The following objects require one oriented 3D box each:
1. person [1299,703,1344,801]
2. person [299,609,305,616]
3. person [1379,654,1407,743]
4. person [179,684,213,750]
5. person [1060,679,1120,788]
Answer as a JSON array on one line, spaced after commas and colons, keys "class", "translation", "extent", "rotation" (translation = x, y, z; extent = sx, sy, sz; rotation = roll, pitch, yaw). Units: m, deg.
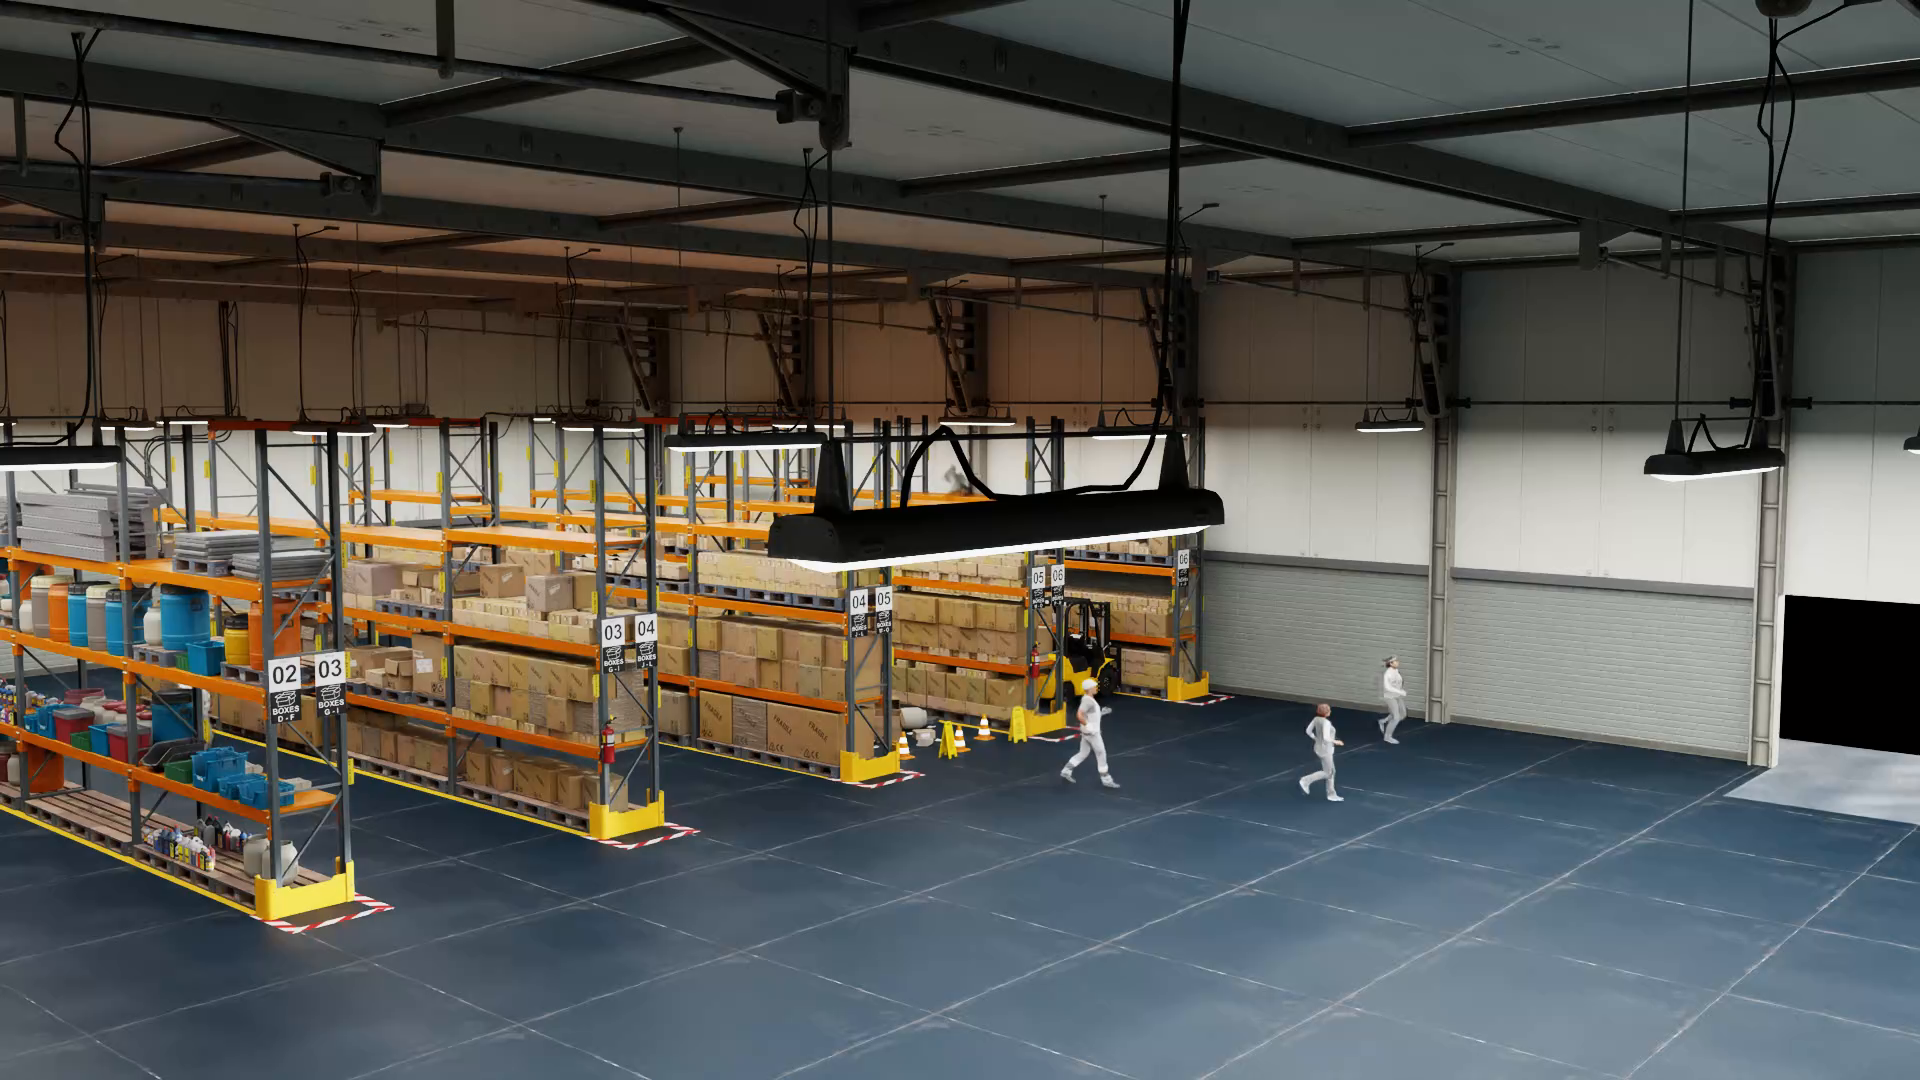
[{"class": "person", "translation": [5.709, 3.375, 26.288], "extent": [0.779, 1.566, 0.536], "rotation": [-1, 5, -12]}, {"class": "person", "translation": [-15.251, 2.324, 38.048], "extent": [0.736, 1.691, 0.557], "rotation": [3, 5, 29]}, {"class": "person", "translation": [8.055, 2.938, 30.927], "extent": [0.561, 1.666, 0.658], "rotation": [3, 5, 30]}, {"class": "person", "translation": [-13.244, 3.072, 28.843], "extent": [0.783, 1.871, 0.683], "rotation": [4, 6, 36]}, {"class": "person", "translation": [2.131, 3.150, 27.140], "extent": [0.983, 1.785, 0.658], "rotation": [-1, 5, -6]}]
